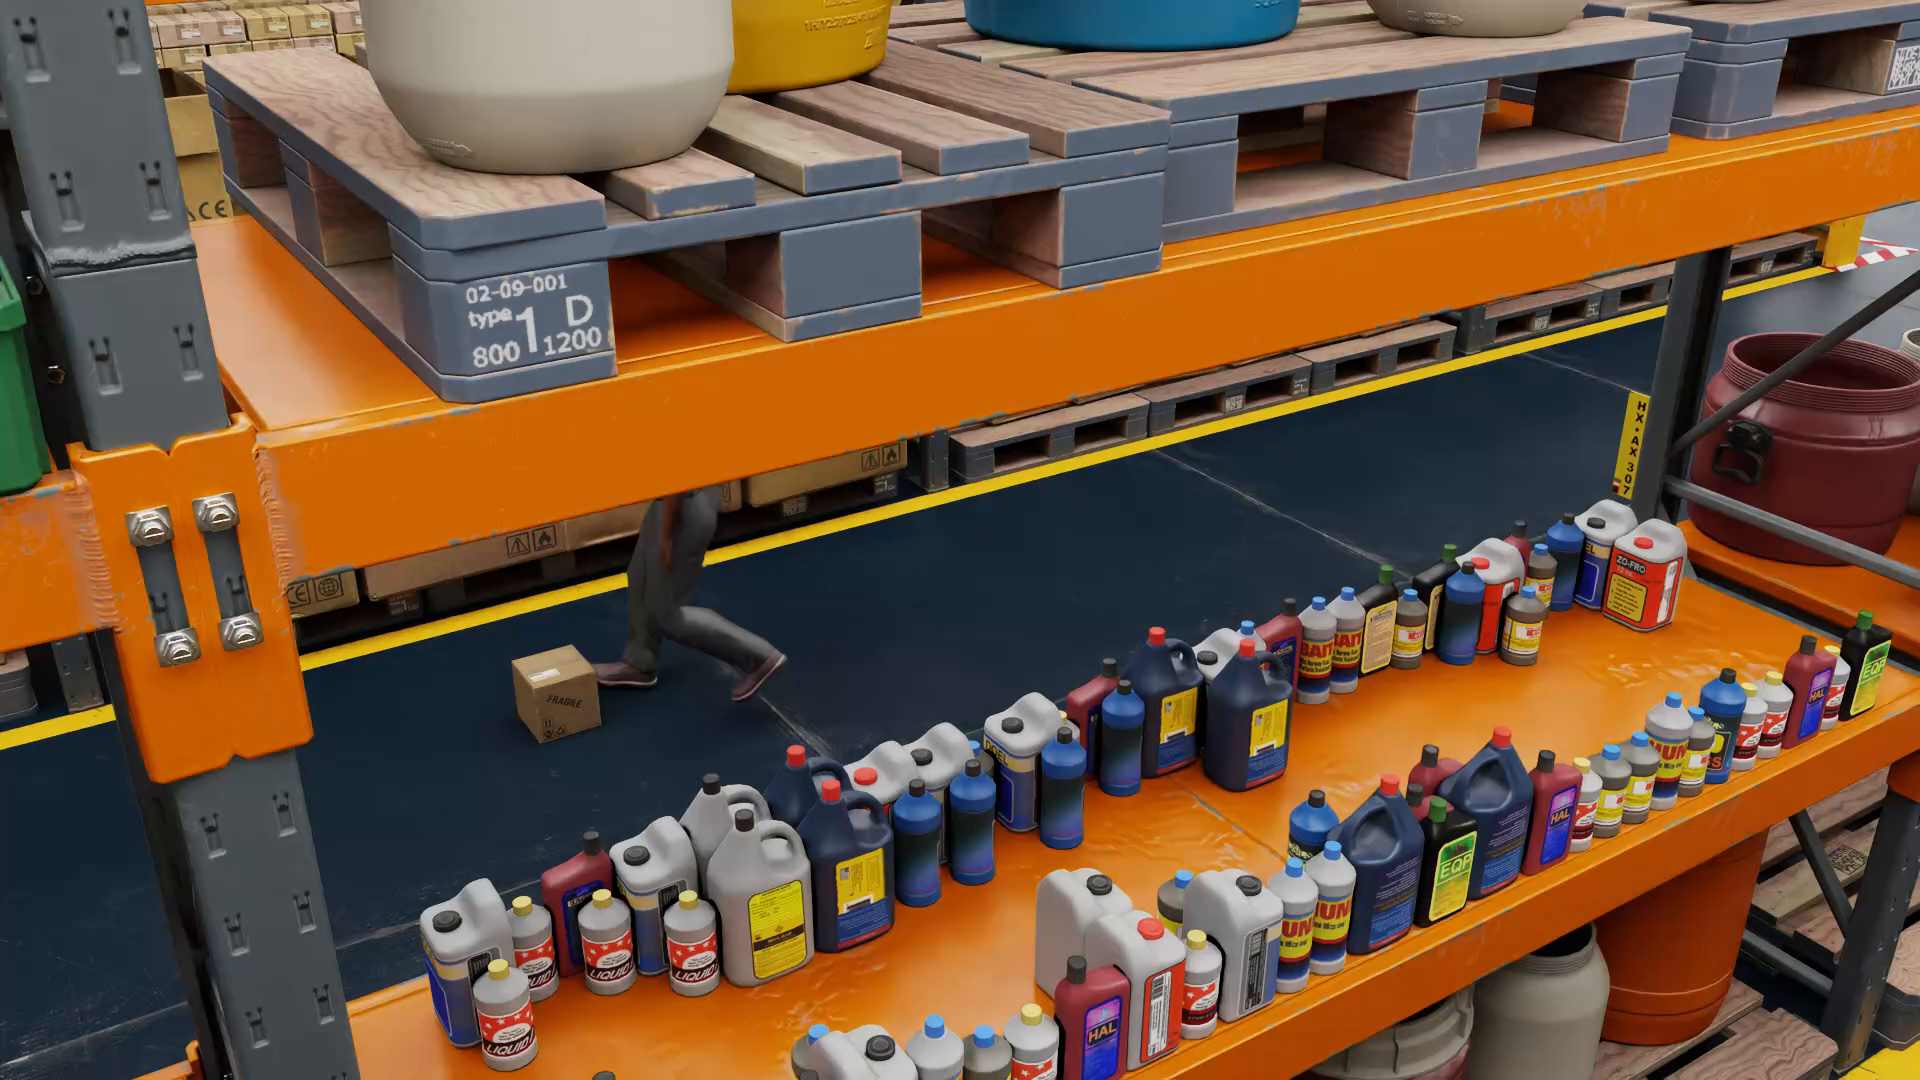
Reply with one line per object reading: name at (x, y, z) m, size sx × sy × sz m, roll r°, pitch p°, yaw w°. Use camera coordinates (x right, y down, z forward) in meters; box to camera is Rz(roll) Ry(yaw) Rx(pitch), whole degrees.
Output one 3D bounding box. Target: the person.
person at (-1.099, -0.110, 6.368) m, size 0.862 × 1.611 × 0.466 m, roll 1°, pitch 25°, yaw 1°
